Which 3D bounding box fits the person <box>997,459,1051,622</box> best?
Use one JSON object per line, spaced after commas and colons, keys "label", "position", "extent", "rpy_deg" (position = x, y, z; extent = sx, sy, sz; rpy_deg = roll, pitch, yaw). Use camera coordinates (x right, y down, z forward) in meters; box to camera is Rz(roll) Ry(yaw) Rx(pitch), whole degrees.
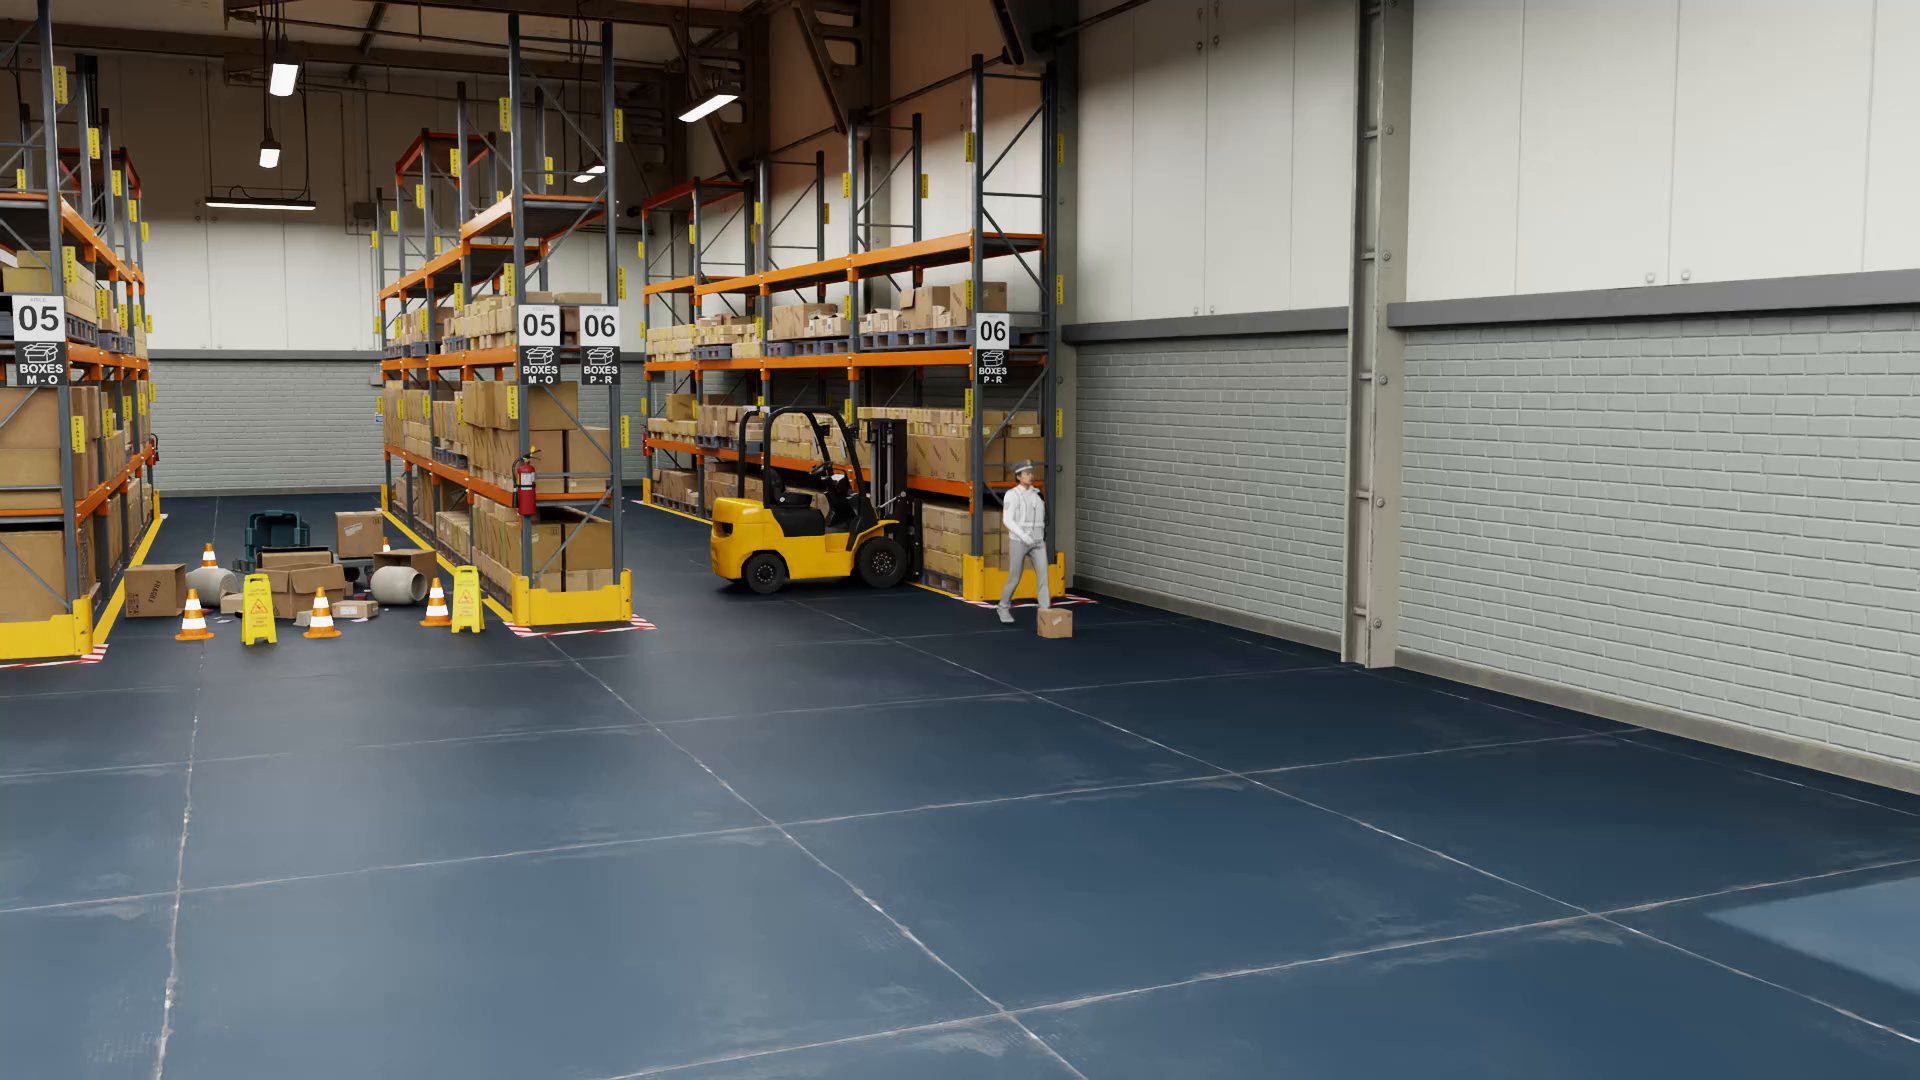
{"label": "person", "position": [0.689, 0.024, 16.482], "extent": [0.540, 1.657, 0.905], "rpy_deg": [-3, 6, -26]}
